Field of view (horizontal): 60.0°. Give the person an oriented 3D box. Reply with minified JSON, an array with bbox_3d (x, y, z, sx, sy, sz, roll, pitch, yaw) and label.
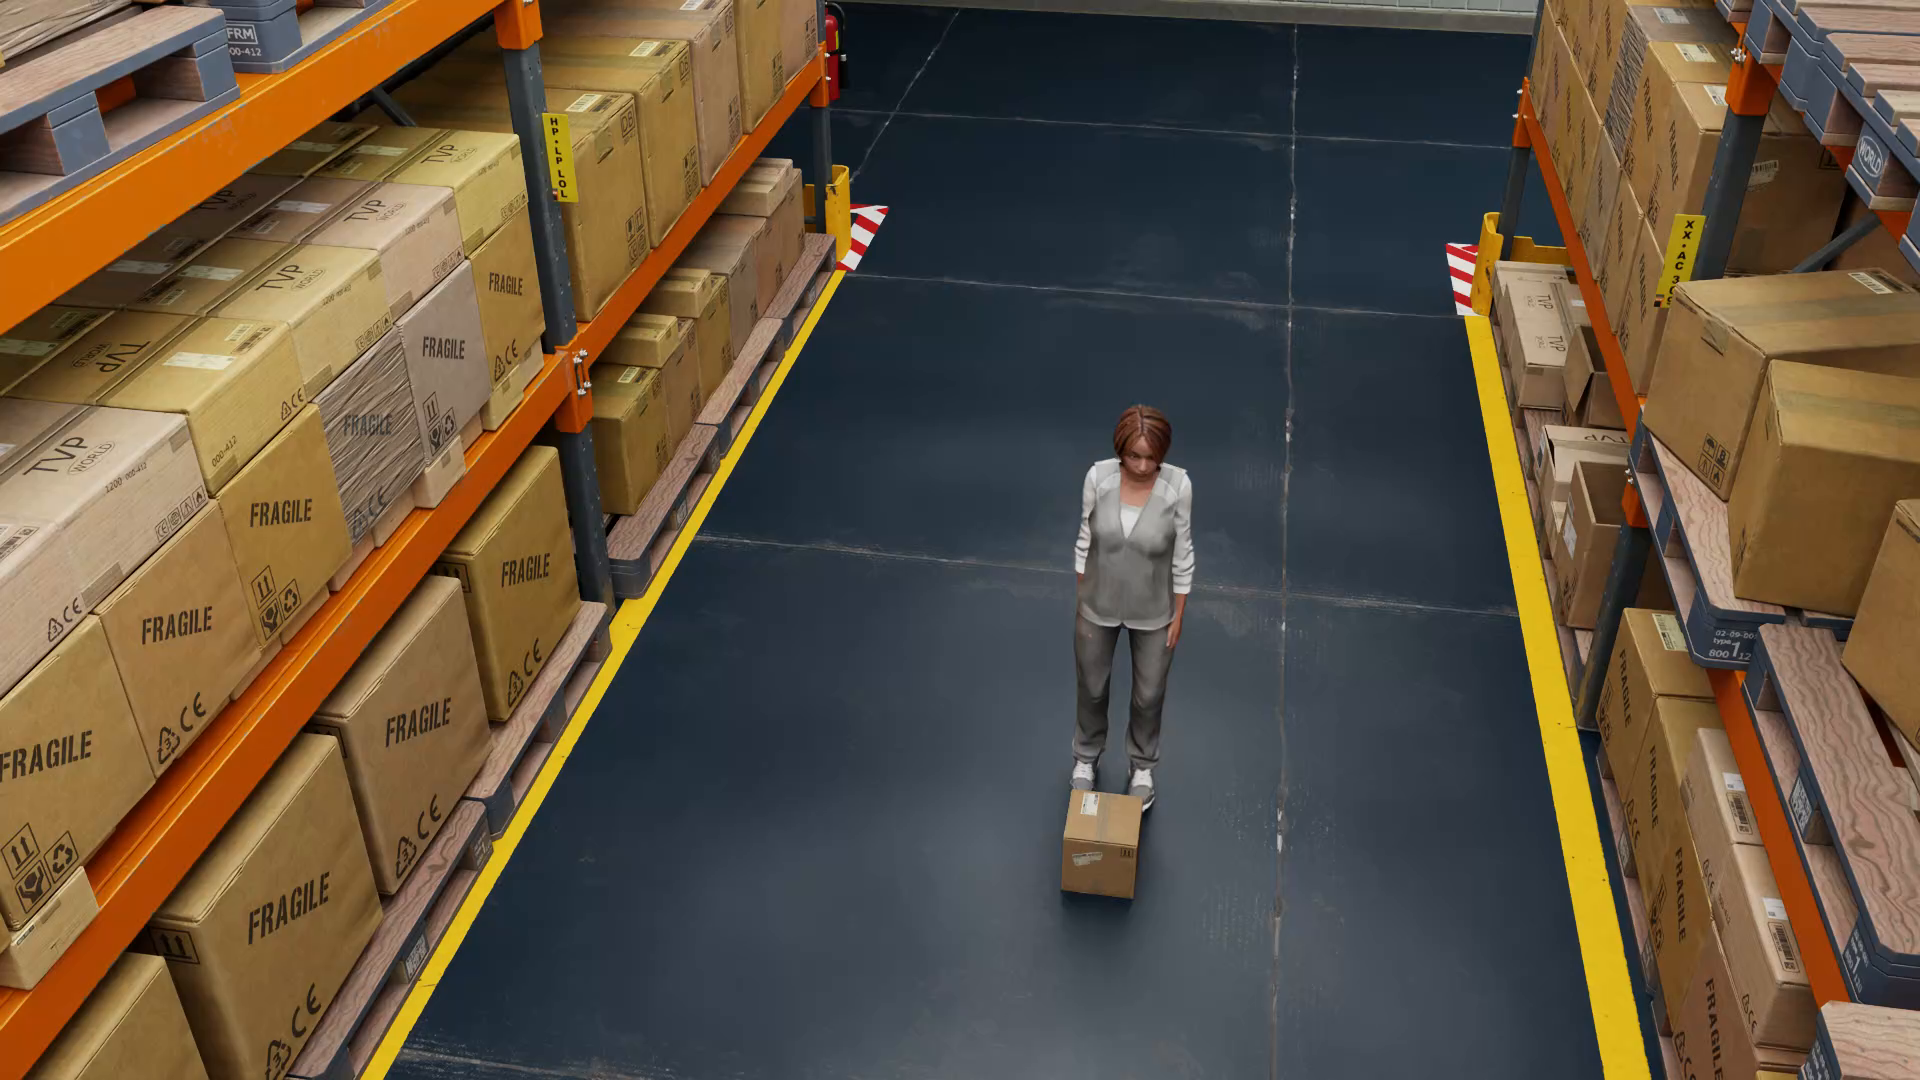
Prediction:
[{"bbox_3d":[0.596,0.250,5.775,0.406,1.602,0.302,6,33,9],"label":"person"}]
